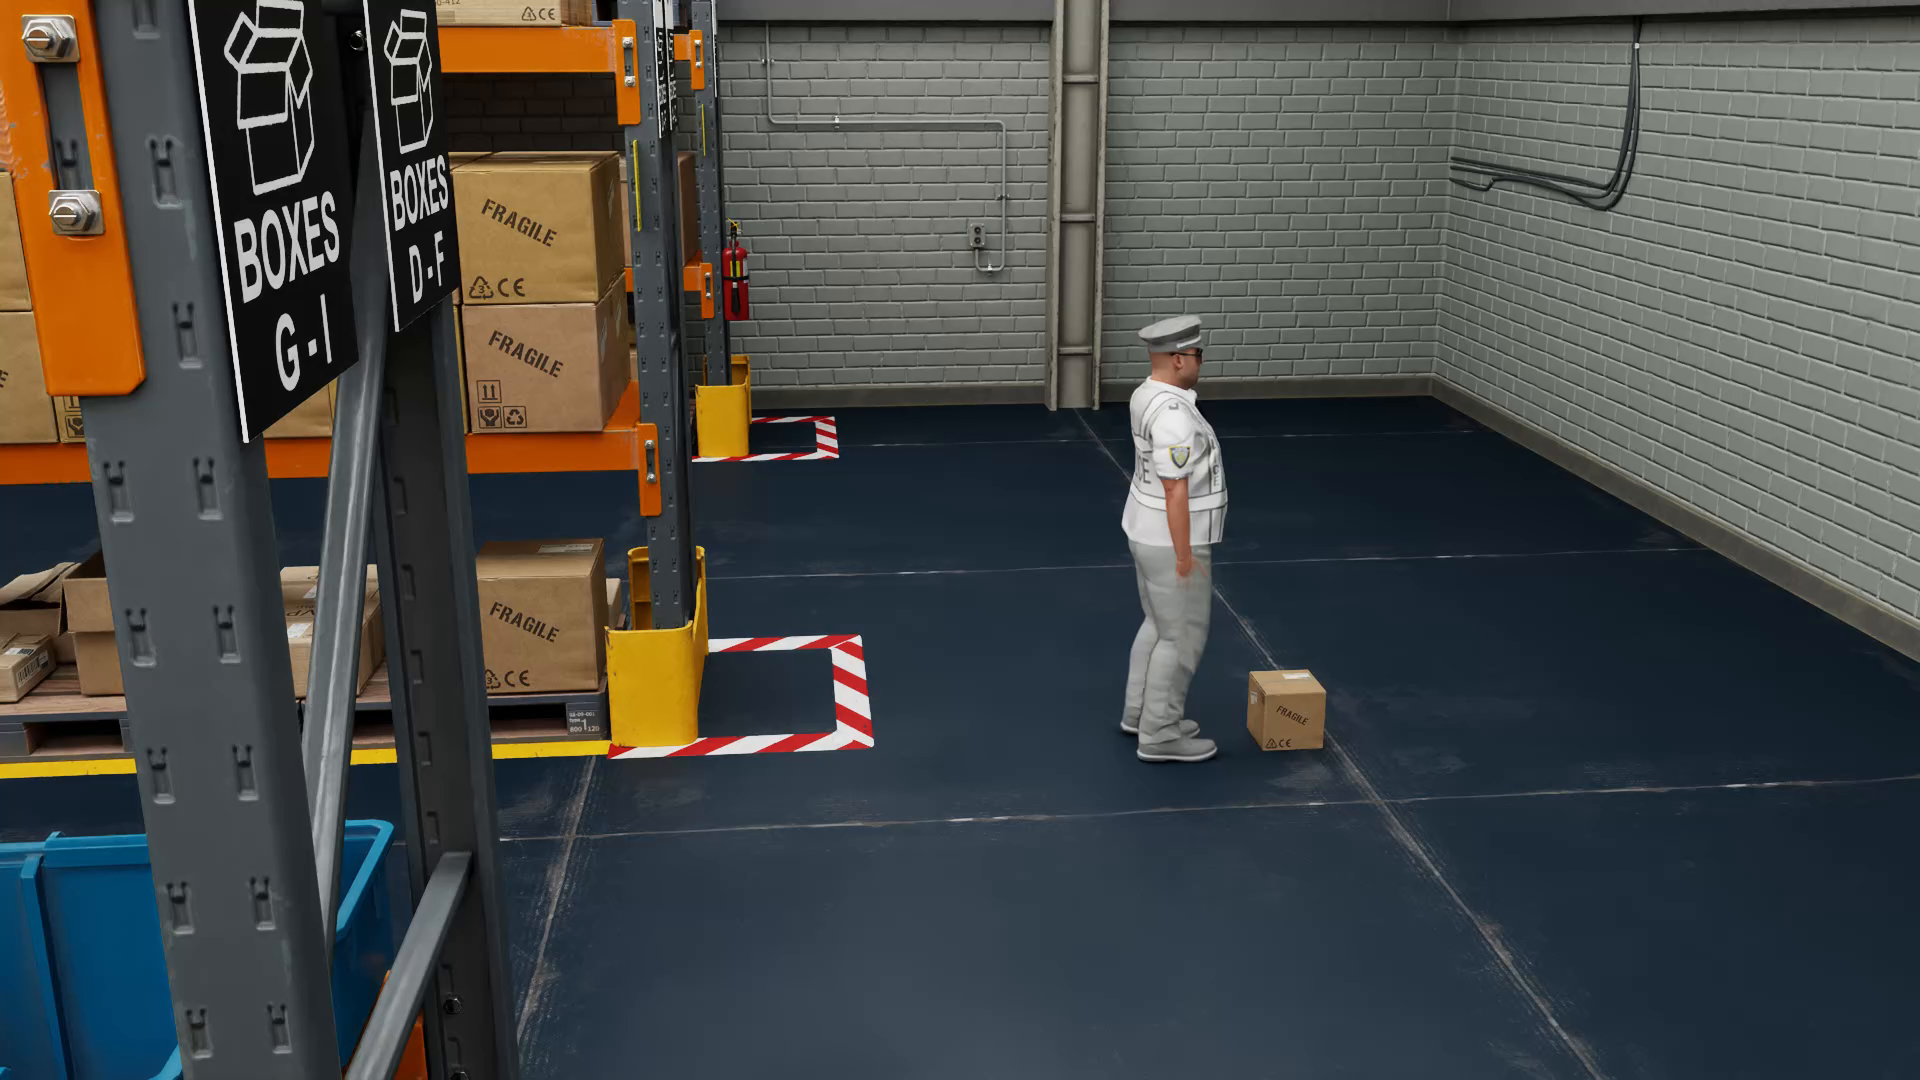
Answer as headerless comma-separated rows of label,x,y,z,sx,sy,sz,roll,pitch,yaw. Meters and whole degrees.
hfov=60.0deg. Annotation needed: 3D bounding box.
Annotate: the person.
person,0.844,-0.009,6.562,0.393,1.765,0.526,-1,17,-4
